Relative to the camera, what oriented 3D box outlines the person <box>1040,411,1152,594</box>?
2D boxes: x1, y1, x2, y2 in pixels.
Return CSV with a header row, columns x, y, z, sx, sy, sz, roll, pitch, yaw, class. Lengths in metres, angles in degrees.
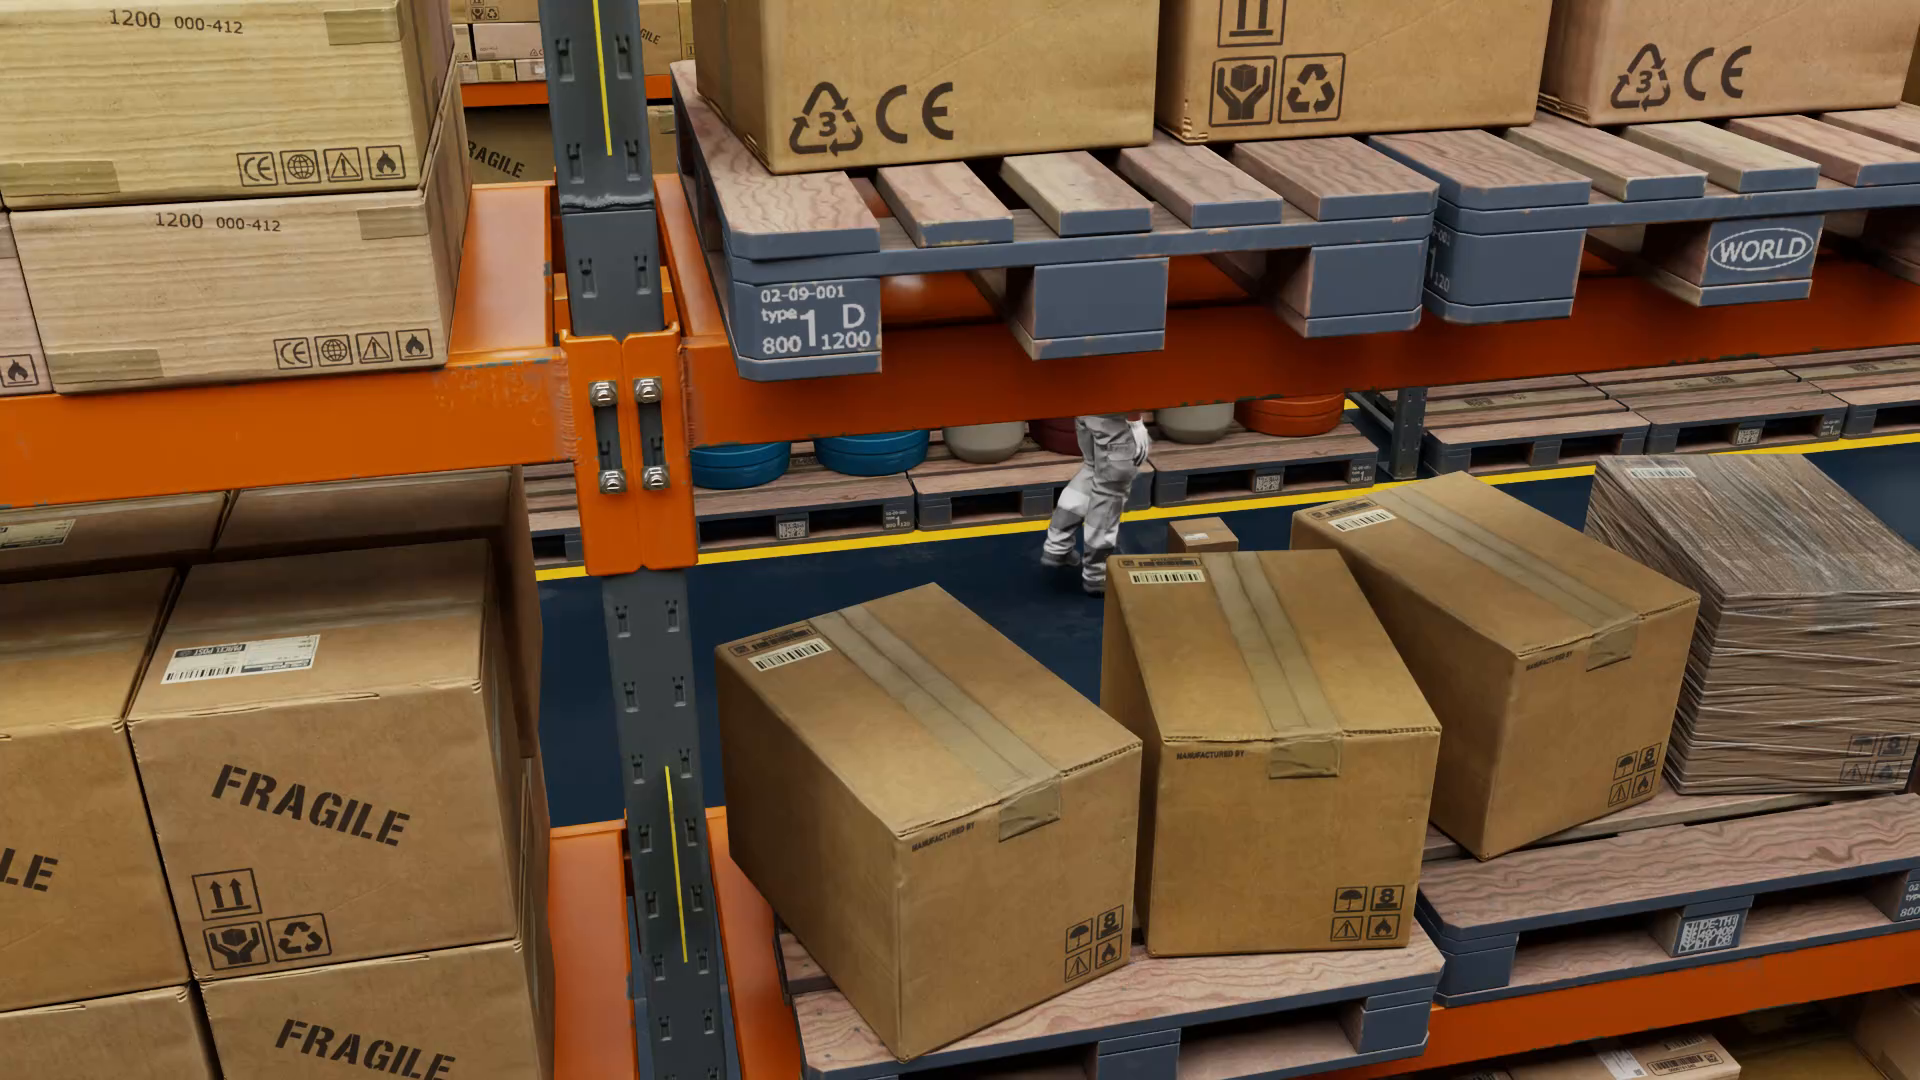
x,y,z,sx,sy,sz,roll,pitch,yaw,class
0.632,-0.585,7.206,0.443,1.792,0.617,-12,29,-23,person
